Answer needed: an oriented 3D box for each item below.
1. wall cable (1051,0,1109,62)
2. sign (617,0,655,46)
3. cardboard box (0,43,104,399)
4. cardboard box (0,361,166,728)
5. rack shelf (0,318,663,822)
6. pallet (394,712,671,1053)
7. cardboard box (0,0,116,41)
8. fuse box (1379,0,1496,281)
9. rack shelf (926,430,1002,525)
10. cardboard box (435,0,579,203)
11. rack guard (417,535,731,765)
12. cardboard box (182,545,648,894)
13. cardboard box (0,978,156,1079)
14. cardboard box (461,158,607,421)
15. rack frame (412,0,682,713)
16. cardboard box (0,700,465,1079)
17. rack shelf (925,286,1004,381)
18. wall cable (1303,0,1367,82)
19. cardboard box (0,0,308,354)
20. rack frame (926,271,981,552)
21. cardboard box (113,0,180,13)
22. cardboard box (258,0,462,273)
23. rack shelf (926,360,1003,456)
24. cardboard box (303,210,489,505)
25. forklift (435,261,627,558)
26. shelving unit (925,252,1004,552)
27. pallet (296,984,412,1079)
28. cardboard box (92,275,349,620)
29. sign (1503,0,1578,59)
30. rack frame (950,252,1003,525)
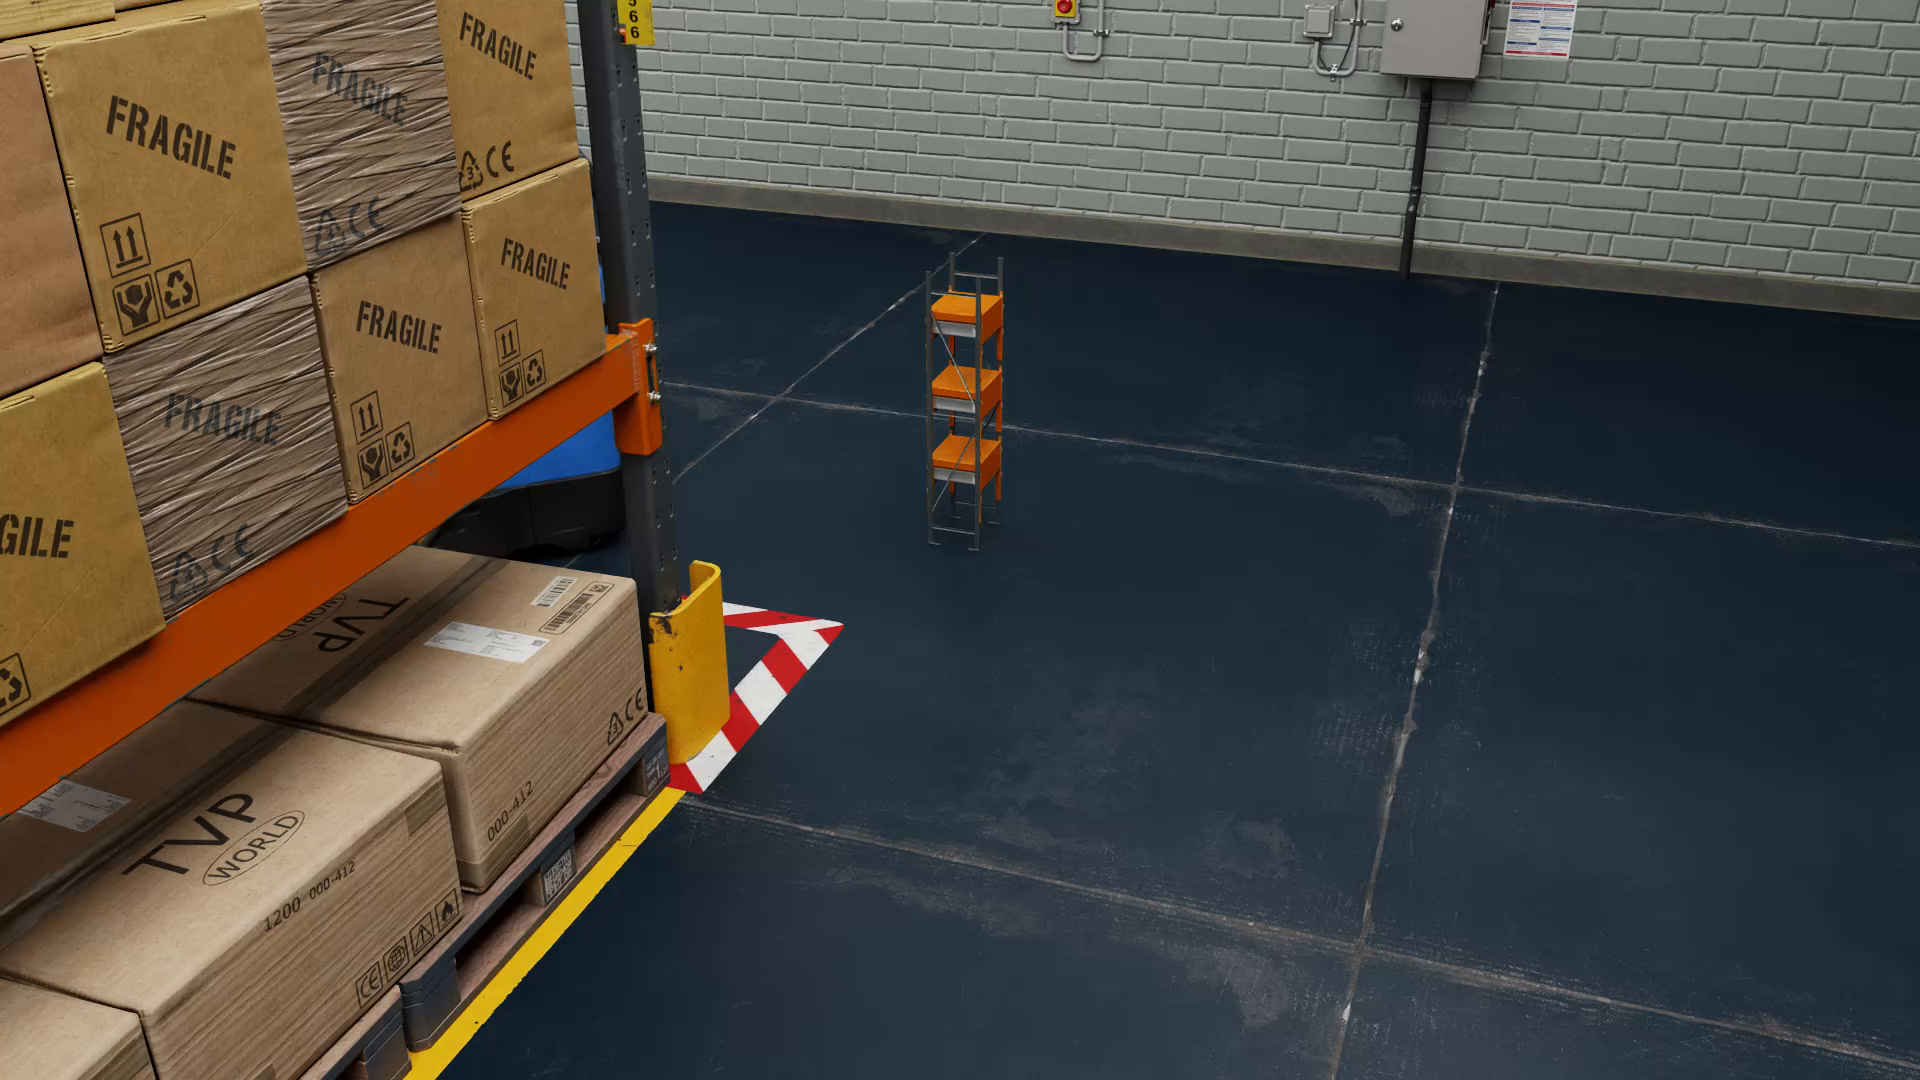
[{"bbox_3d":[0.548,-3.619,9.080,0.585,1.953,0.123,9,27,17],"label":"wall cable"},{"bbox_3d":[-0.799,-1.370,4.037,0.100,0.325,0.005,9,27,17],"label":"sign"},{"bbox_3d":[-1.725,-0.461,2.498,0.500,0.500,0.500,9,27,17],"label":"cardboard box"},{"bbox_3d":[-1.720,-0.004,2.702,0.500,0.500,0.500,10,27,19],"label":"cardboard box"},{"bbox_3d":[-1.972,0.319,2.975,1.077,0.370,4.000,9,27,17],"label":"rack shelf"},{"bbox_3d":[-1.498,0.768,4.421,1.003,0.211,1.213,9,27,17],"label":"pallet"},{"bbox_3d":[-1.610,-0.905,2.670,0.380,0.149,0.250,9,27,19],"label":"cardboard box"},{"bbox_3d":[2.481,-2.203,8.836,0.539,1.711,0.414,9,27,17],"label":"fuse box"},{"bbox_3d":[0.018,-0.235,6.192,0.215,0.259,0.240,9,27,17],"label":"rack shelf"},{"bbox_3d":[-1.242,-1.089,3.795,0.500,0.500,0.500,10,27,19],"label":"cardboard box"},{"bbox_3d":[-1.298,0.288,5.081,1.175,0.500,0.348,9,27,17],"label":"rack guard"},{"bbox_3d":[-1.431,0.423,4.392,0.875,0.438,0.875,8,27,16],"label":"cardboard box"},{"bbox_3d":[-2.030,1.171,2.848,0.875,0.438,0.875,8,27,16],"label":"cardboard box"},{"bbox_3d":[-1.217,-0.635,4.005,0.500,0.500,0.500,9,27,18],"label":"cardboard box"},{"bbox_3d":[-1.306,-0.827,4.515,1.000,3.000,0.127,9,27,17],"label":"rack frame"},{"bbox_3d":[-1.728,0.800,3.613,0.875,0.438,0.875,9,27,19],"label":"cardboard box"},{"bbox_3d":[0.018,-0.740,5.948,0.215,0.259,0.240,9,27,17],"label":"rack shelf"},{"bbox_3d":[1.890,-3.404,8.672,0.588,1.984,0.122,9,27,17],"label":"wall cable"},{"bbox_3d":[-1.556,-0.667,2.924,0.500,0.500,0.500,9,27,17],"label":"cardboard box"},{"bbox_3d":[-0.023,-0.444,5.963,0.200,1.050,0.008,9,27,17],"label":"rack frame"},{"bbox_3d":[-1.581,-1.016,2.901,0.380,0.149,0.250,8,27,17],"label":"cardboard box"},{"bbox_3d":[-1.388,-0.870,3.343,0.500,0.500,0.500,9,27,18],"label":"cardboard box"},{"bbox_3d":[0.018,-0.485,6.071,0.215,0.259,0.240,9,27,17],"label":"rack shelf"},{"bbox_3d":[-1.398,-0.431,3.583,0.500,0.500,0.500,8,27,16],"label":"cardboard box"},{"bbox_3d":[-2.791,-1.237,5.441,3.031,2.935,1.130,-11,28,-22],"label":"forklift"},{"bbox_3d":[0.018,-0.495,6.067,0.215,1.050,0.252,9,27,17],"label":"shelving unit"},{"bbox_3d":[-1.906,1.268,3.389,1.003,0.211,1.213,9,27,17],"label":"pallet"},{"bbox_3d":[-1.560,-0.218,3.144,0.500,0.500,0.500,10,27,19],"label":"cardboard box"},{"bbox_3d":[3.015,-2.753,8.604,0.329,0.494,0.001,9,27,17],"label":"sign"},{"bbox_3d":[0.058,-0.545,6.170,0.200,1.050,0.008,9,27,17],"label":"rack frame"}]
